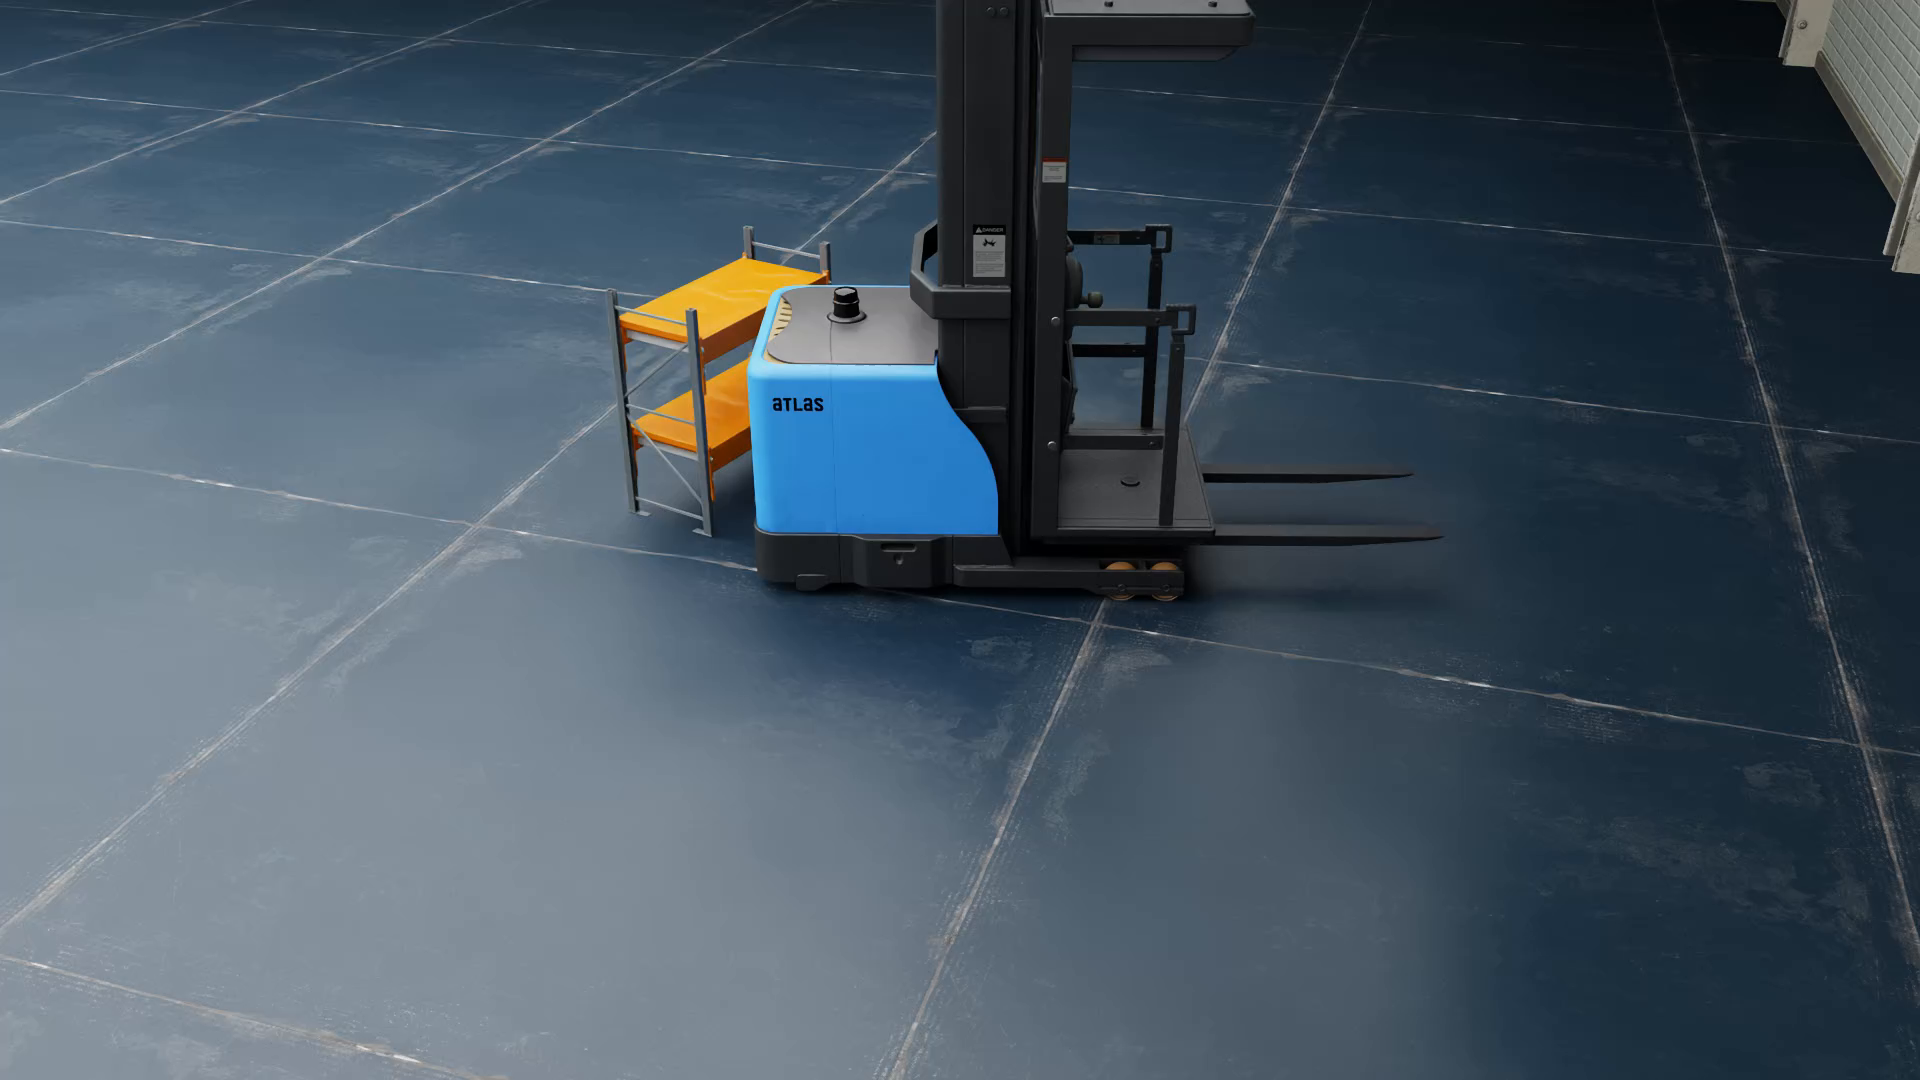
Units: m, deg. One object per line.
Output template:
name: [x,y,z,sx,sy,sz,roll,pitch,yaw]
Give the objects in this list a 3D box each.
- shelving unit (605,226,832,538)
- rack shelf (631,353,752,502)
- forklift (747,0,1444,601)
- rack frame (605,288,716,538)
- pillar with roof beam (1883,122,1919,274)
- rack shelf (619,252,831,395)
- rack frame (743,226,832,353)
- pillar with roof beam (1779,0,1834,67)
shelving unit: [-1.108,-0.783,8.001,0.538,1.125,1.048,16,33,27]
rack shelf: [-1.108,-0.570,8.120,0.538,0.278,1.000,16,33,27]
forklift: [0.624,-1.276,7.029,3.031,2.935,1.130,0,29,1]
rack frame: [-1.368,-0.571,7.620,0.500,1.125,0.032,16,33,27]
pillar with roof beam: [2.218,-6.380,9.963,9.100,9.000,0.400,8,30,15]
rack shelf: [-1.108,-1.039,7.859,0.538,0.278,1.000,16,33,27]
rack frame: [-0.848,-0.996,8.383,0.500,1.125,0.032,16,33,27]
pillar with roof beam: [3.979,-9.169,14.975,9.100,9.000,0.400,8,30,15]
